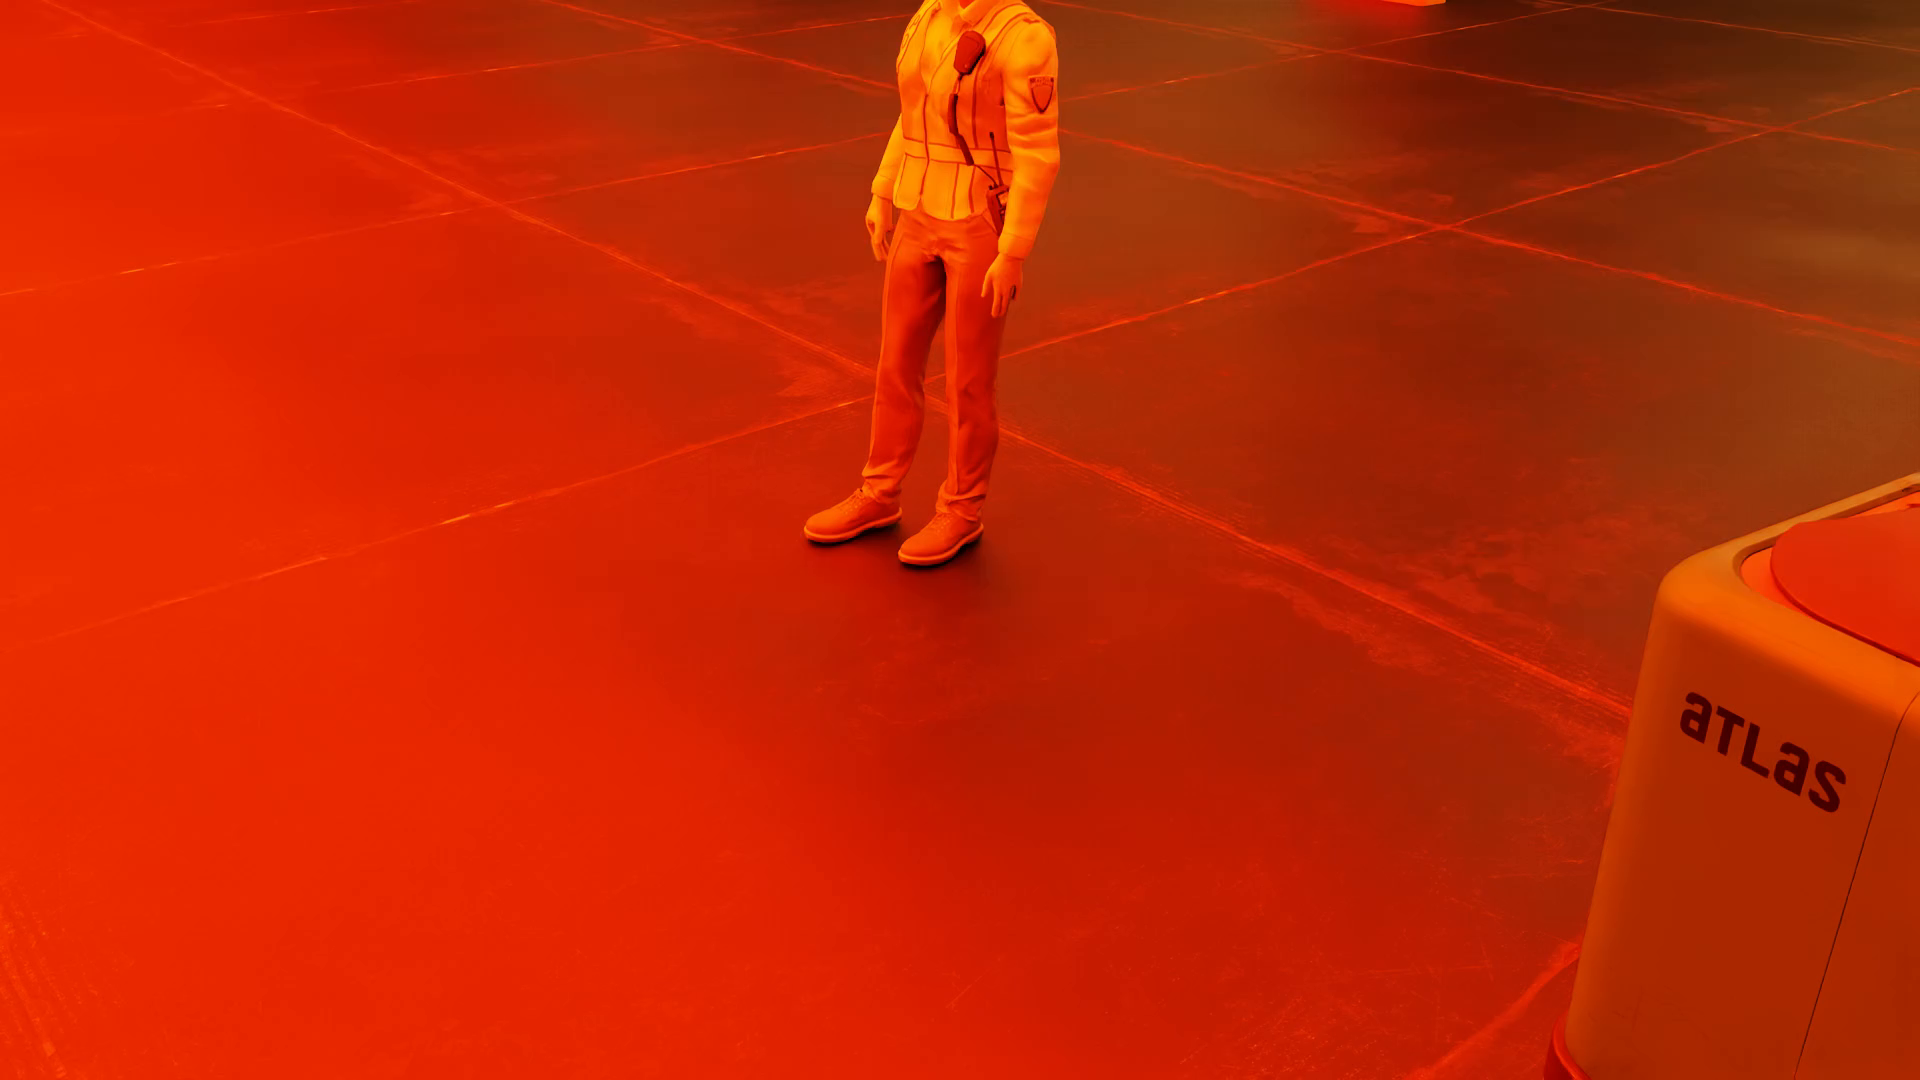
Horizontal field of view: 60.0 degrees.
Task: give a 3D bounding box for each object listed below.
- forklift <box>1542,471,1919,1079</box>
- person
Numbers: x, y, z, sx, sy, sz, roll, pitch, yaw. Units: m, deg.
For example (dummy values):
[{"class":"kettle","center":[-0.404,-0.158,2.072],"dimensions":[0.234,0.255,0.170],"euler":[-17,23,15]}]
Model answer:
[{"class":"forklift","center":[2.040,0.123,0.954],"dimensions":[1.130,2.935,3.031],"euler":[-15,30,-28]},{"class":"person","center":[-0.055,-0.749,4.087],"dimensions":[0.533,1.696,0.588],"euler":[-20,33,-35]}]
